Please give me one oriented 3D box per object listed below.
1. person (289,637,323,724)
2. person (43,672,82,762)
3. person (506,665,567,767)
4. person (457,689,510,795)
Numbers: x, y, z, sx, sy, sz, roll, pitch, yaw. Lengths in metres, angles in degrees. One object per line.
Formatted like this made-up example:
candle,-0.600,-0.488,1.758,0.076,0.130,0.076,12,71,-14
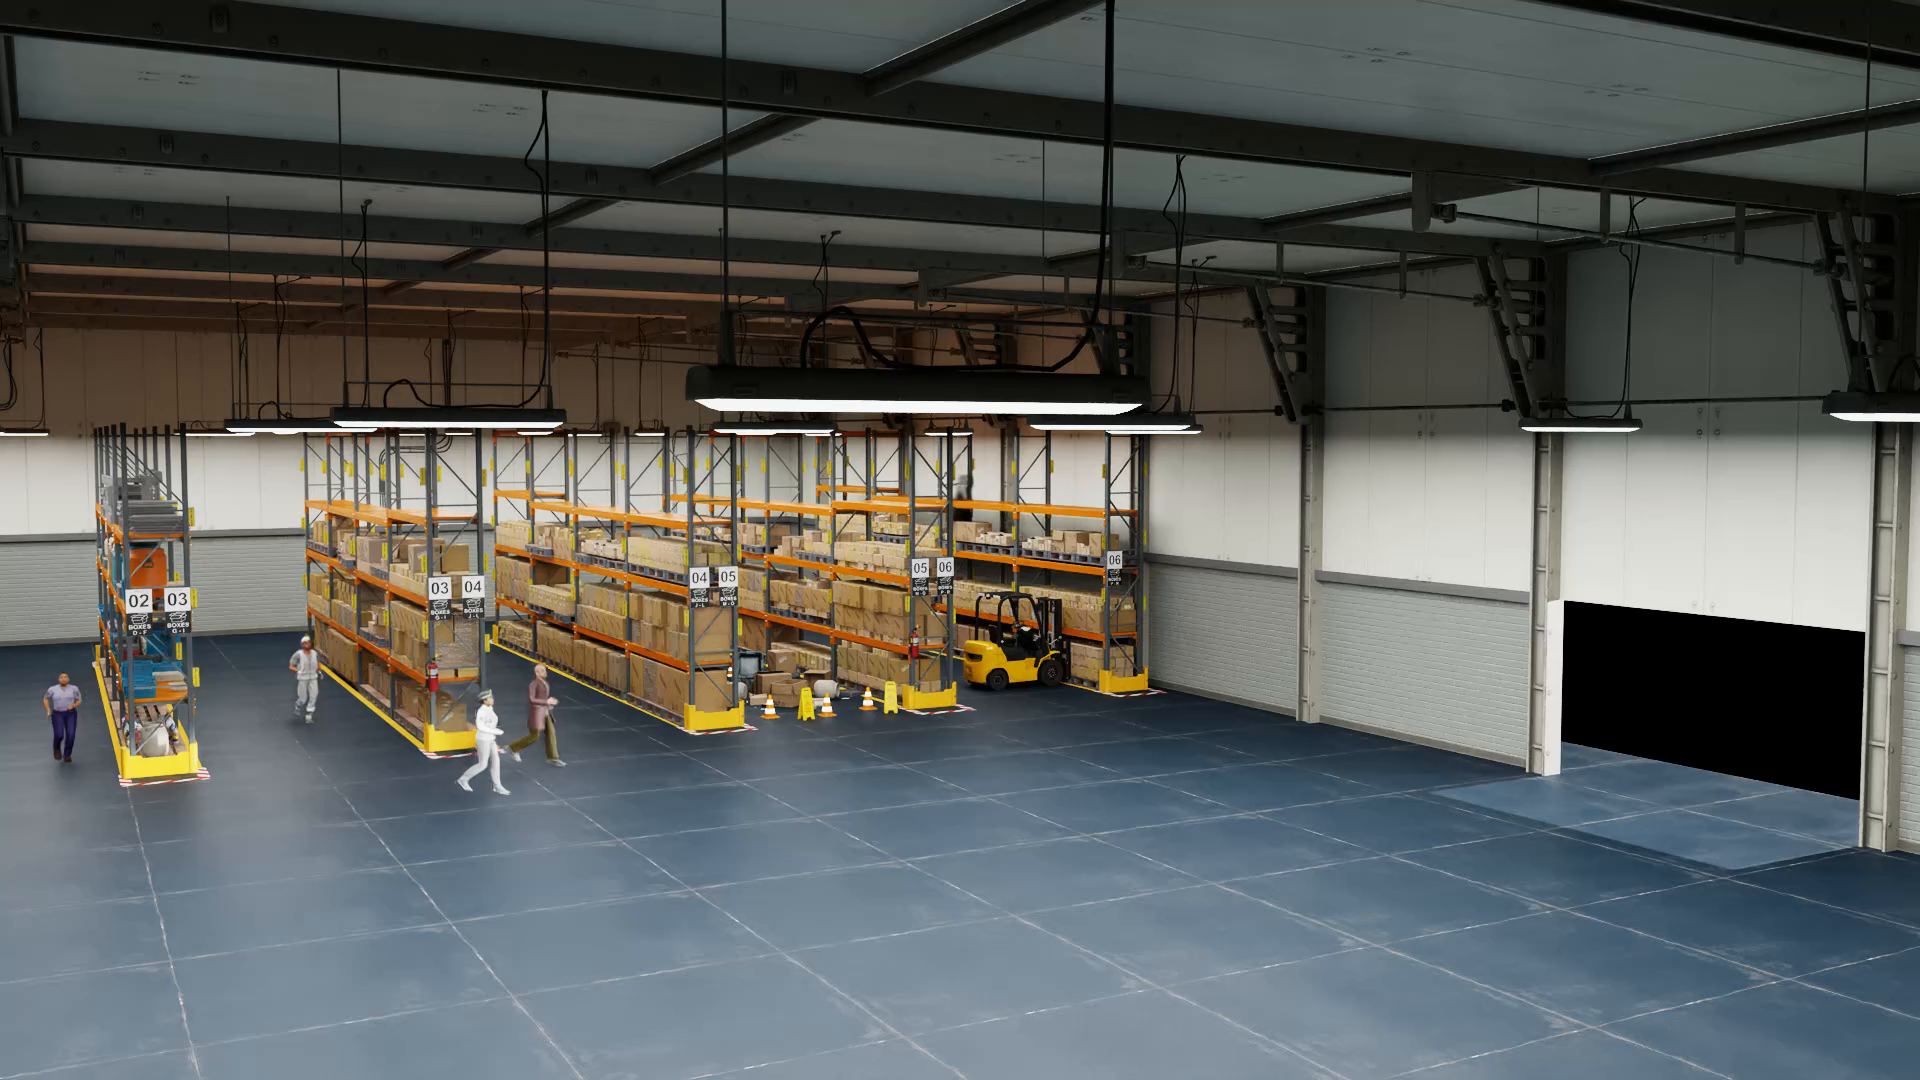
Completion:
person,-13.188,2.816,33.543,0.653,1.750,0.709,-3,5,-43
person,-15.824,3.134,29.367,0.592,1.609,0.570,-2,4,-34
person,-7.409,3.072,29.122,1.044,1.792,0.718,1,4,11
person,-7.673,3.258,26.789,0.818,1.710,0.638,0,3,1
